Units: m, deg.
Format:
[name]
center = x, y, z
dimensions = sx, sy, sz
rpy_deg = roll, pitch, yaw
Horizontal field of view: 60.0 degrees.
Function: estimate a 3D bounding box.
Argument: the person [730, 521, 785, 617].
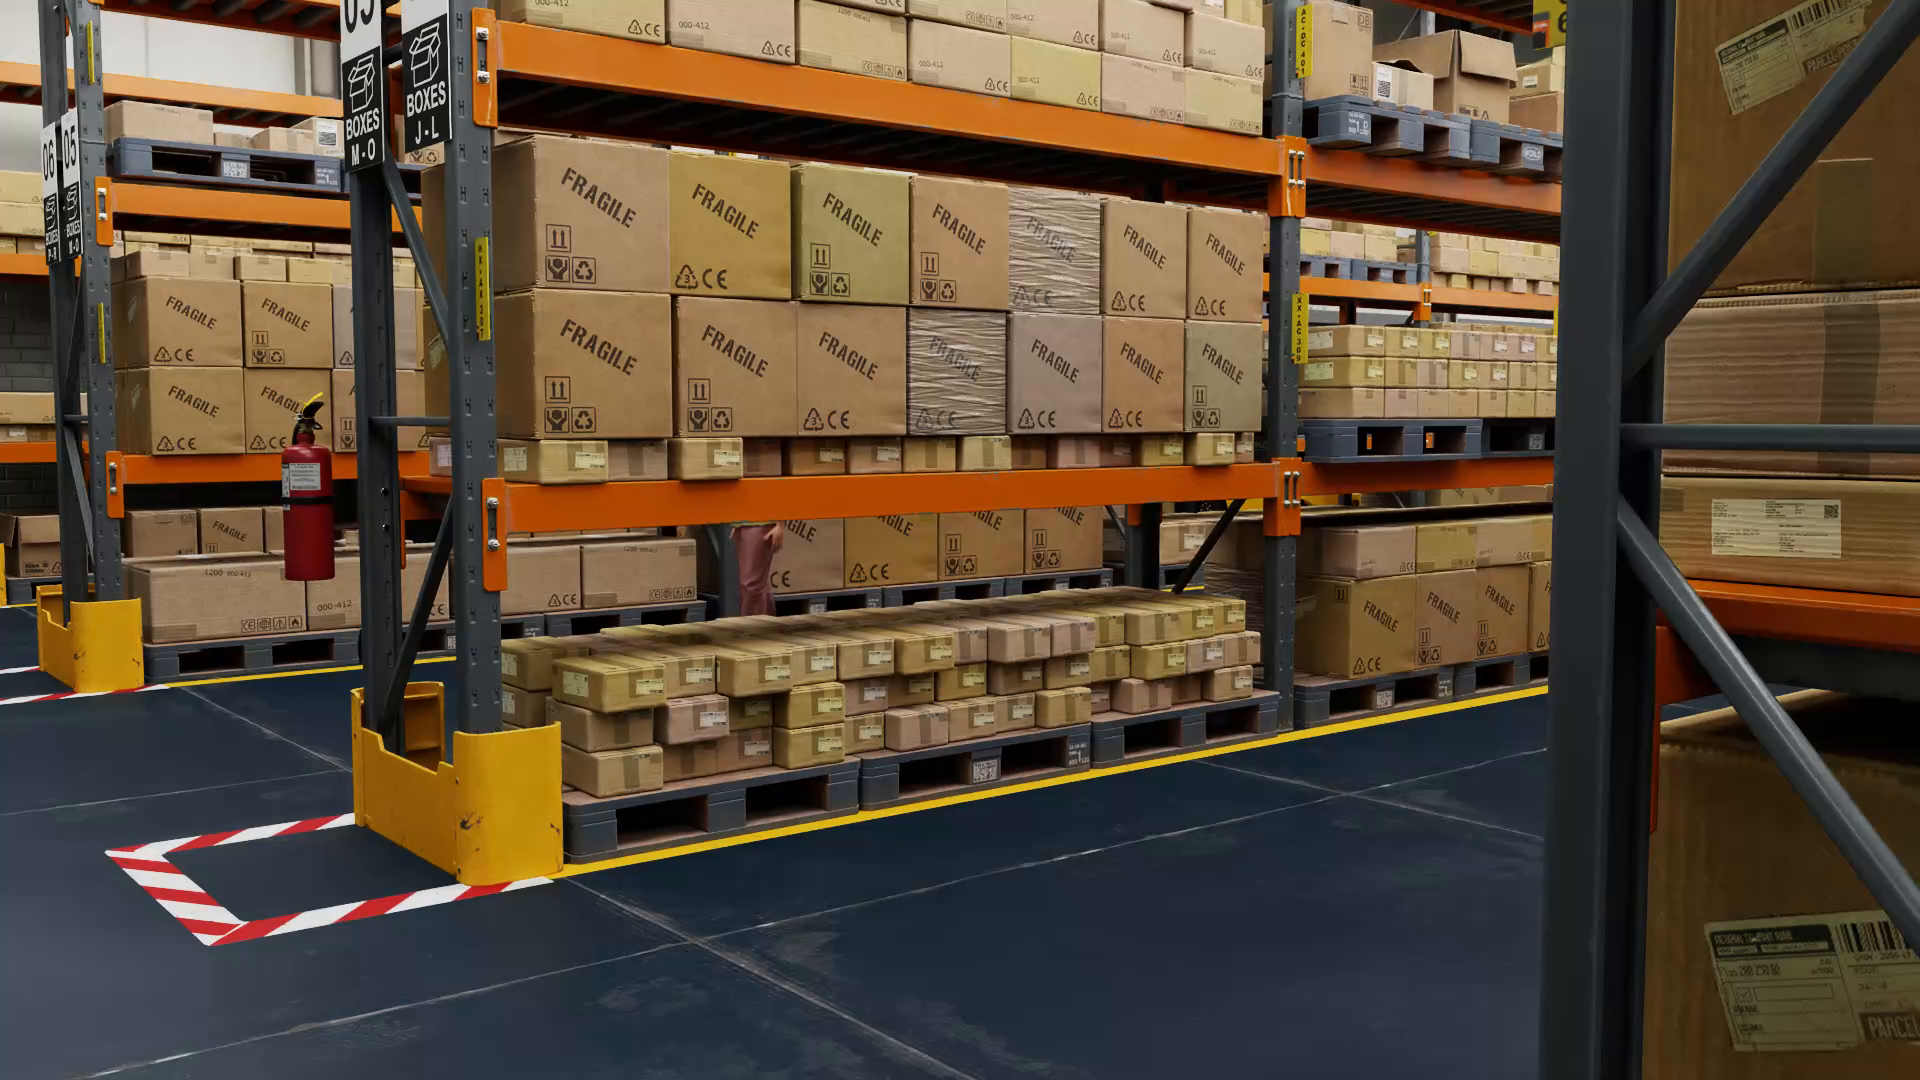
[person]
center = -1.317, -0.064, 9.998
dimensions = 0.529, 1.681, 0.470
rpy_deg = -3, 5, -33
